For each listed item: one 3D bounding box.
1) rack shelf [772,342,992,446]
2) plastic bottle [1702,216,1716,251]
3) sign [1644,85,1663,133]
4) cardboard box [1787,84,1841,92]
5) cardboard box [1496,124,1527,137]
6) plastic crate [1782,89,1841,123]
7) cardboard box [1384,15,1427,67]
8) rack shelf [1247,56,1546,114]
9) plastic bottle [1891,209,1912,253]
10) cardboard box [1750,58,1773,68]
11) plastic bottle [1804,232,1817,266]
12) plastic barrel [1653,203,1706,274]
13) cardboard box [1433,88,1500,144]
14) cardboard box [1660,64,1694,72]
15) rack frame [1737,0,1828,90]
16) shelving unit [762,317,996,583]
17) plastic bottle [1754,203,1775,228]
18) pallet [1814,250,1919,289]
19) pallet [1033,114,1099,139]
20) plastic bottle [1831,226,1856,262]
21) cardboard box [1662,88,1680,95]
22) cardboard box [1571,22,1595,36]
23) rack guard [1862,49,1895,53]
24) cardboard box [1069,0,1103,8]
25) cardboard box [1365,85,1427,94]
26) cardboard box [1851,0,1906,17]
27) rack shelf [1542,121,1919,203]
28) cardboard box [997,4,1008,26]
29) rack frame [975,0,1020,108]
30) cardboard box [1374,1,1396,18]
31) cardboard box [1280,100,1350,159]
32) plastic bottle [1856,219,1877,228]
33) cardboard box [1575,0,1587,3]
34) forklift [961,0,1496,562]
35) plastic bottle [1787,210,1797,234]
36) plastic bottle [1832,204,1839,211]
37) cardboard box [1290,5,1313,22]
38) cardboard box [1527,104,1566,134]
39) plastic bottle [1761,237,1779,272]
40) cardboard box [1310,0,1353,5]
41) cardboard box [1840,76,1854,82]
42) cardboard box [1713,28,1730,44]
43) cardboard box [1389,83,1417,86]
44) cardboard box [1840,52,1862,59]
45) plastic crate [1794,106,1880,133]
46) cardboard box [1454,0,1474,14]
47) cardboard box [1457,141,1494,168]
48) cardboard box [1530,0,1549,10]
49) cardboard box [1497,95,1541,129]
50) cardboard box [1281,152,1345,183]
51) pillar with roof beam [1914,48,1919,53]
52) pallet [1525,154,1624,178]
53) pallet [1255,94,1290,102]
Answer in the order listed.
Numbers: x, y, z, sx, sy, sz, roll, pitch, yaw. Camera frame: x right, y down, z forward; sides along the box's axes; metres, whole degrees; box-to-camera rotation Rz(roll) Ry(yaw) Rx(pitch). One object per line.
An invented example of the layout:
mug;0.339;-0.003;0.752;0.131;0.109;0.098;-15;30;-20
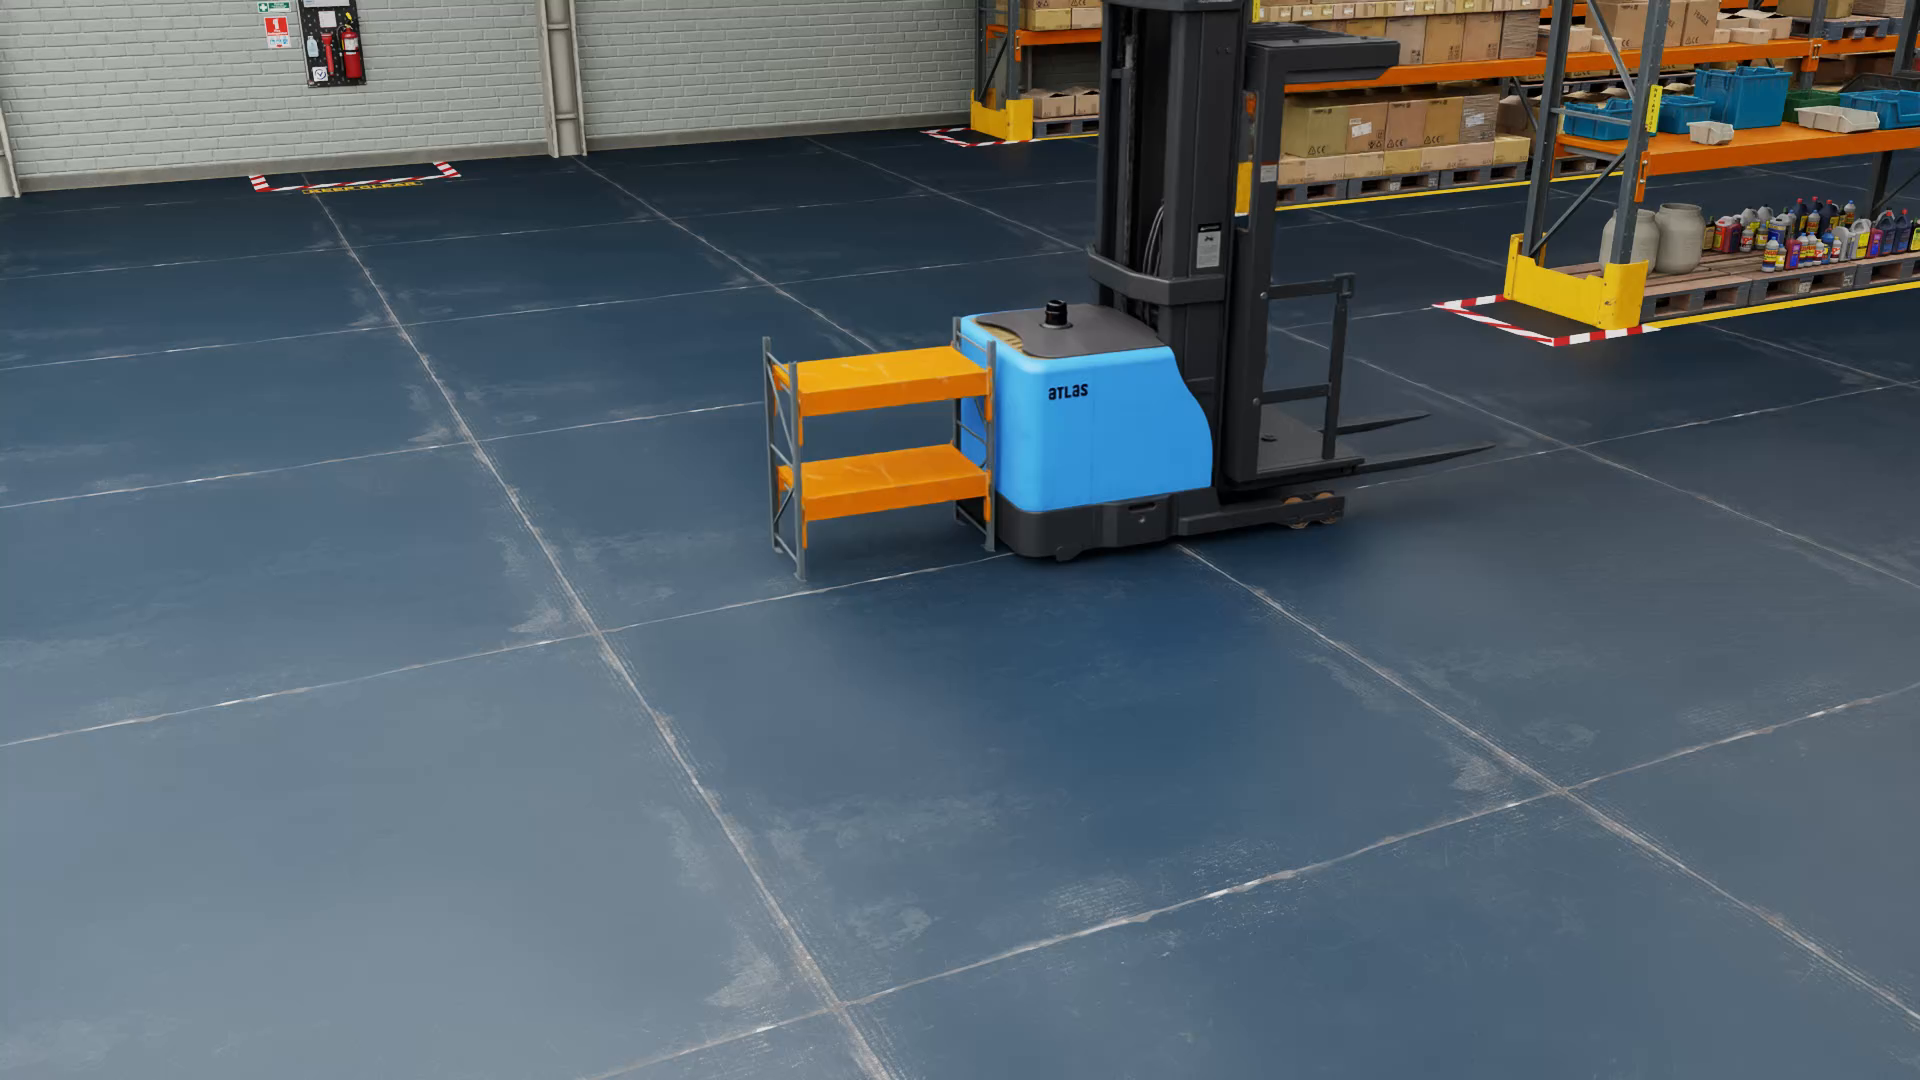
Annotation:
rack shelf;-0.401;-0.742;8.306;1.000;0.278;0.538;-9;24;-20
plastic bottle;6.317;-2.596;14.075;0.133;0.283;0.061;-10;24;-22
sign;4.990;-3.104;11.964;0.005;0.325;0.100;-10;25;-24
cardboard box;10.353;-5.226;20.146;0.500;0.500;0.500;-9;24;-21
cardboard box;6.462;-4.629;19.058;0.500;0.250;0.500;-11;25;-24
plastic crate;7.014;-3.604;13.811;0.662;0.188;0.450;-10;25;-24
cardboard box;4.430;-5.251;17.382;0.500;0.500;0.700;-10;24;-22
rack shelf;4.412;-4.873;17.541;4.000;0.370;1.077;-10;25;-24
plastic bottle;7.904;-2.603;14.004;0.185;0.351;0.144;-11;25;-25
cardboard box;12.444;-7.781;26.344;0.500;0.500;0.700;-11;25;-24
plastic bottle;6.923;-2.375;13.559;0.097;0.271;0.097;0;22;0
plastic barrel;5.767;-2.429;13.400;0.421;0.512;0.421;0;22;0
cardboard box;5.436;-4.576;17.948;0.500;0.500;0.500;-10;25;-24
cardboard box;10.742;-7.619;25.495;0.750;0.750;0.750;-10;25;-23
rack frame;9.819;-6.201;19.808;0.127;3.000;1.000;-10;25;-24
shelving unit;-0.401;-0.471;8.418;1.048;1.125;0.538;-9;24;-20
plastic bottle;6.899;-2.716;14.278;0.185;0.351;0.144;-11;25;-24
pallet;7.736;-2.444;14.378;1.213;0.211;1.003;-10;25;-24
pallet;1.274;-5.427;21.584;1.213;0.211;1.003;-10;25;-24
plastic bottle;7.292;-2.457;13.750;0.135;0.276;0.152;-10;24;-23
cardboard box;8.289;-5.224;19.761;0.500;0.311;0.500;-11;25;-25
cardboard box;6.927;-5.684;18.736;0.258;0.266;0.396;-11;25;-25
rack guard;14.897;-8.083;27.624;0.348;0.500;1.175;-10;25;-24
cardboard box;1.469;-6.921;20.737;0.500;0.500;0.500;-10;25;-23
cardboard box;4.760;-4.672;18.181;0.500;0.500;0.500;-10;25;-24
cardboard box;11.244;-6.670;20.262;0.500;0.500;0.700;-6;23;-14
rack shelf;6.557;-3.165;13.416;4.000;0.370;1.077;-10;25;-24
cardboard box;0.796;-6.664;21.098;0.500;0.250;0.500;-10;25;-23
rack frame;0.458;-6.580;20.725;0.127;3.000;1.000;-10;25;-24
cardboard box;4.217;-5.425;16.954;0.250;0.149;0.380;-11;25;-24
cardboard box;3.640;-4.240;17.136;0.500;0.500;0.500;-10;25;-24
plastic bottle;7.644;-2.583;14.055;0.135;0.276;0.152;-10;25;-24
cardboard box;8.974;-7.959;24.358;0.250;0.149;0.380;-10;24;-22
forklift;1.527;-1.590;8.759;3.031;2.935;1.130;-9;24;-20
plastic bottle;7.166;-2.713;14.373;0.097;0.271;0.097;0;22;0
plastic bottle;7.603;-2.809;14.601;0.135;0.276;0.152;-9;24;-22
cardboard box;3.294;-5.255;16.545;0.250;0.149;0.380;-11;25;-25
cardboard box;6.695;-4.703;18.501;0.500;0.311;0.500;-10;25;-23
plastic bottle;6.524;-2.302;13.381;0.097;0.271;0.097;0;22;0
cardboard box;3.556;-5.690;16.748;0.500;0.500;0.700;-11;25;-25
cardboard box;11.026;-5.571;20.979;0.500;0.500;0.500;-11;25;-26
cardboard box;8.694;-5.854;19.298;0.250;0.149;0.380;-9;24;-20
cardboard box;6.091;-6.681;23.660;0.500;0.500;0.700;-11;25;-24
cardboard box;14.288;-8.123;27.170;0.500;0.500;0.700;-10;25;-24
plastic crate;7.006;-3.351;13.268;0.437;0.136;0.530;-10;25;-24
cardboard box;5.145;-5.596;17.368;0.250;0.149;0.380;-11;25;-24
cardboard box;5.437;-4.229;18.090;0.500;0.250;0.500;-10;25;-24
cardboard box;6.062;-5.764;17.774;0.250;0.149;0.380;-10;25;-24
cardboard box;6.455;-4.886;18.944;0.500;0.311;0.500;-10;25;-24
cardboard box;3.639;-3.894;17.281;0.500;0.250;0.500;-10;25;-24
pillar with roof beam;18.800;-11.268;24.207;0.400;9.000;9.100;-10;25;-24
pallet;6.861;-4.384;19.066;1.213;0.211;1.003;-10;25;-24
pallet;4.764;-6.085;23.174;1.213;0.211;1.003;-10;25;-24
